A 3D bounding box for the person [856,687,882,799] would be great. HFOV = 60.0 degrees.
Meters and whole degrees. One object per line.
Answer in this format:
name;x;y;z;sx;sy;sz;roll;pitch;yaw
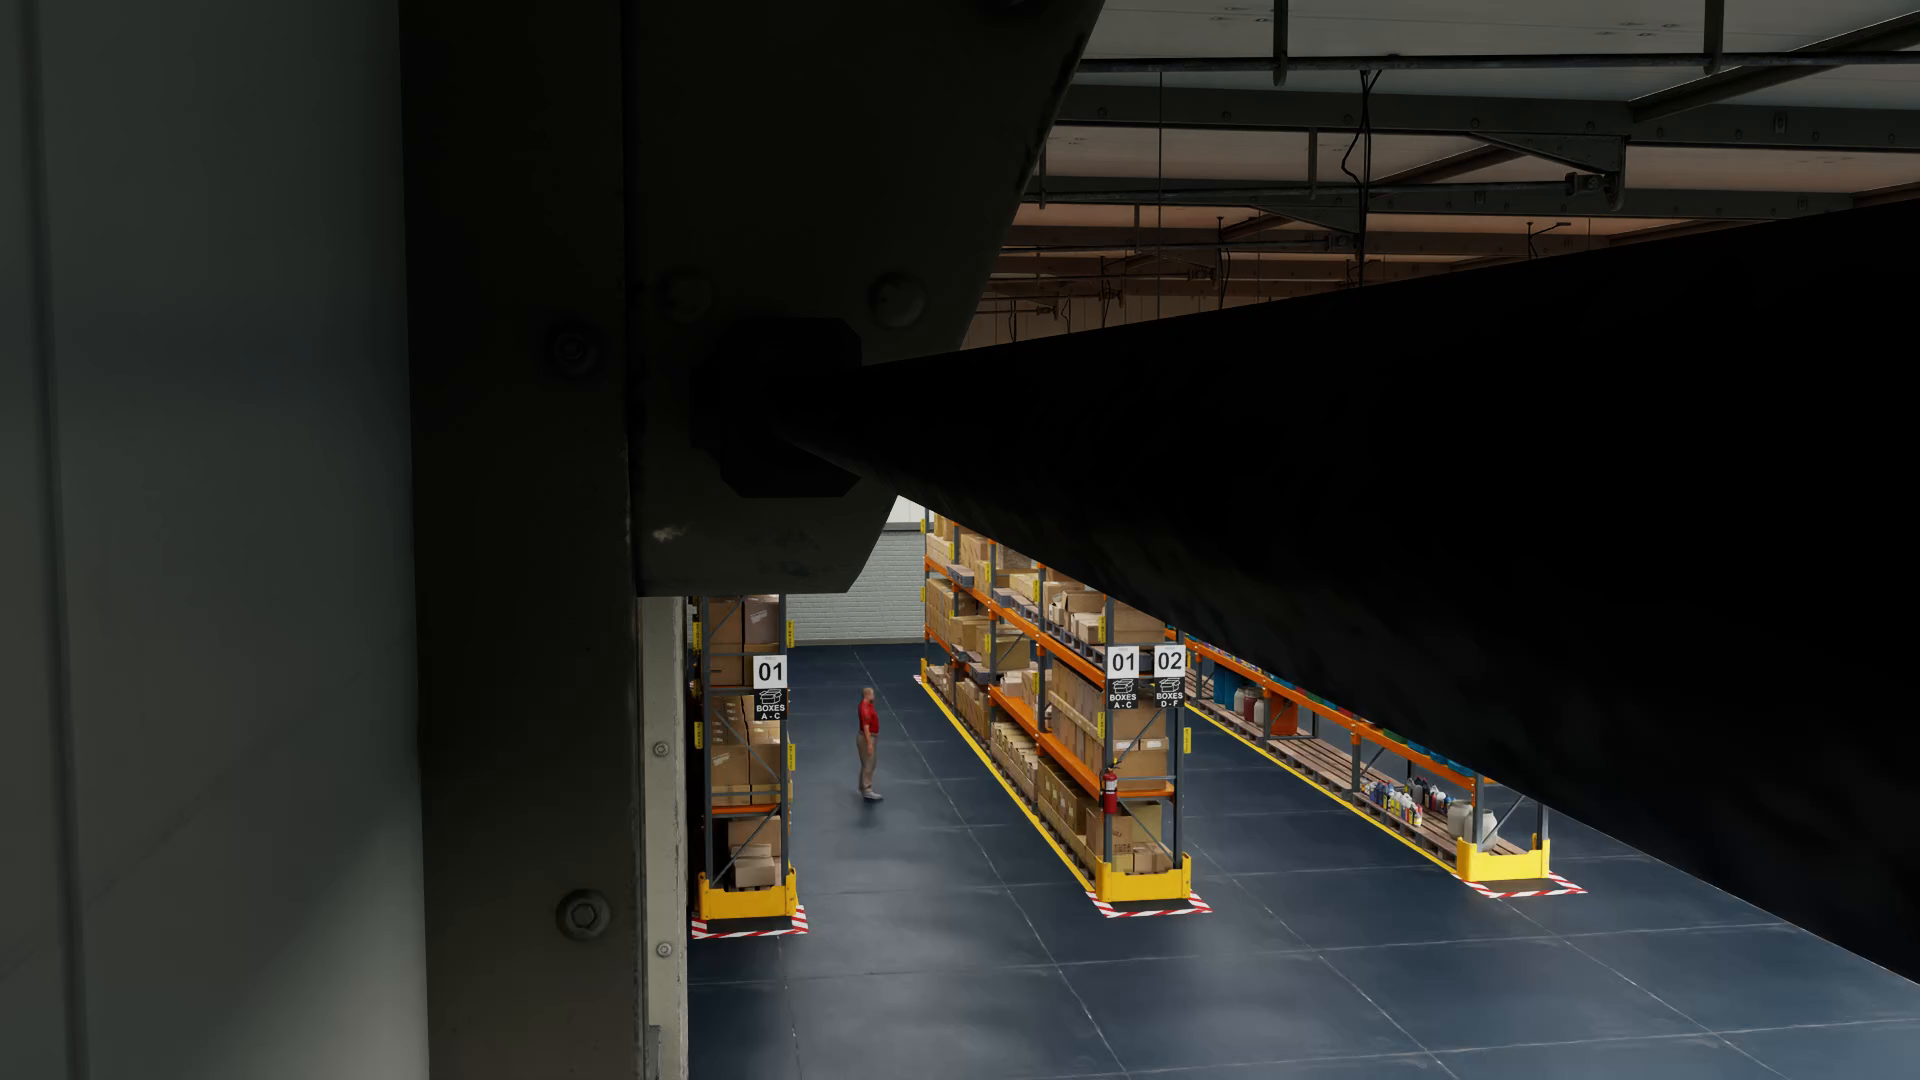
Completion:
person;-1.435;3.219;26.140;0.393;1.825;0.614;-1;5;-6
